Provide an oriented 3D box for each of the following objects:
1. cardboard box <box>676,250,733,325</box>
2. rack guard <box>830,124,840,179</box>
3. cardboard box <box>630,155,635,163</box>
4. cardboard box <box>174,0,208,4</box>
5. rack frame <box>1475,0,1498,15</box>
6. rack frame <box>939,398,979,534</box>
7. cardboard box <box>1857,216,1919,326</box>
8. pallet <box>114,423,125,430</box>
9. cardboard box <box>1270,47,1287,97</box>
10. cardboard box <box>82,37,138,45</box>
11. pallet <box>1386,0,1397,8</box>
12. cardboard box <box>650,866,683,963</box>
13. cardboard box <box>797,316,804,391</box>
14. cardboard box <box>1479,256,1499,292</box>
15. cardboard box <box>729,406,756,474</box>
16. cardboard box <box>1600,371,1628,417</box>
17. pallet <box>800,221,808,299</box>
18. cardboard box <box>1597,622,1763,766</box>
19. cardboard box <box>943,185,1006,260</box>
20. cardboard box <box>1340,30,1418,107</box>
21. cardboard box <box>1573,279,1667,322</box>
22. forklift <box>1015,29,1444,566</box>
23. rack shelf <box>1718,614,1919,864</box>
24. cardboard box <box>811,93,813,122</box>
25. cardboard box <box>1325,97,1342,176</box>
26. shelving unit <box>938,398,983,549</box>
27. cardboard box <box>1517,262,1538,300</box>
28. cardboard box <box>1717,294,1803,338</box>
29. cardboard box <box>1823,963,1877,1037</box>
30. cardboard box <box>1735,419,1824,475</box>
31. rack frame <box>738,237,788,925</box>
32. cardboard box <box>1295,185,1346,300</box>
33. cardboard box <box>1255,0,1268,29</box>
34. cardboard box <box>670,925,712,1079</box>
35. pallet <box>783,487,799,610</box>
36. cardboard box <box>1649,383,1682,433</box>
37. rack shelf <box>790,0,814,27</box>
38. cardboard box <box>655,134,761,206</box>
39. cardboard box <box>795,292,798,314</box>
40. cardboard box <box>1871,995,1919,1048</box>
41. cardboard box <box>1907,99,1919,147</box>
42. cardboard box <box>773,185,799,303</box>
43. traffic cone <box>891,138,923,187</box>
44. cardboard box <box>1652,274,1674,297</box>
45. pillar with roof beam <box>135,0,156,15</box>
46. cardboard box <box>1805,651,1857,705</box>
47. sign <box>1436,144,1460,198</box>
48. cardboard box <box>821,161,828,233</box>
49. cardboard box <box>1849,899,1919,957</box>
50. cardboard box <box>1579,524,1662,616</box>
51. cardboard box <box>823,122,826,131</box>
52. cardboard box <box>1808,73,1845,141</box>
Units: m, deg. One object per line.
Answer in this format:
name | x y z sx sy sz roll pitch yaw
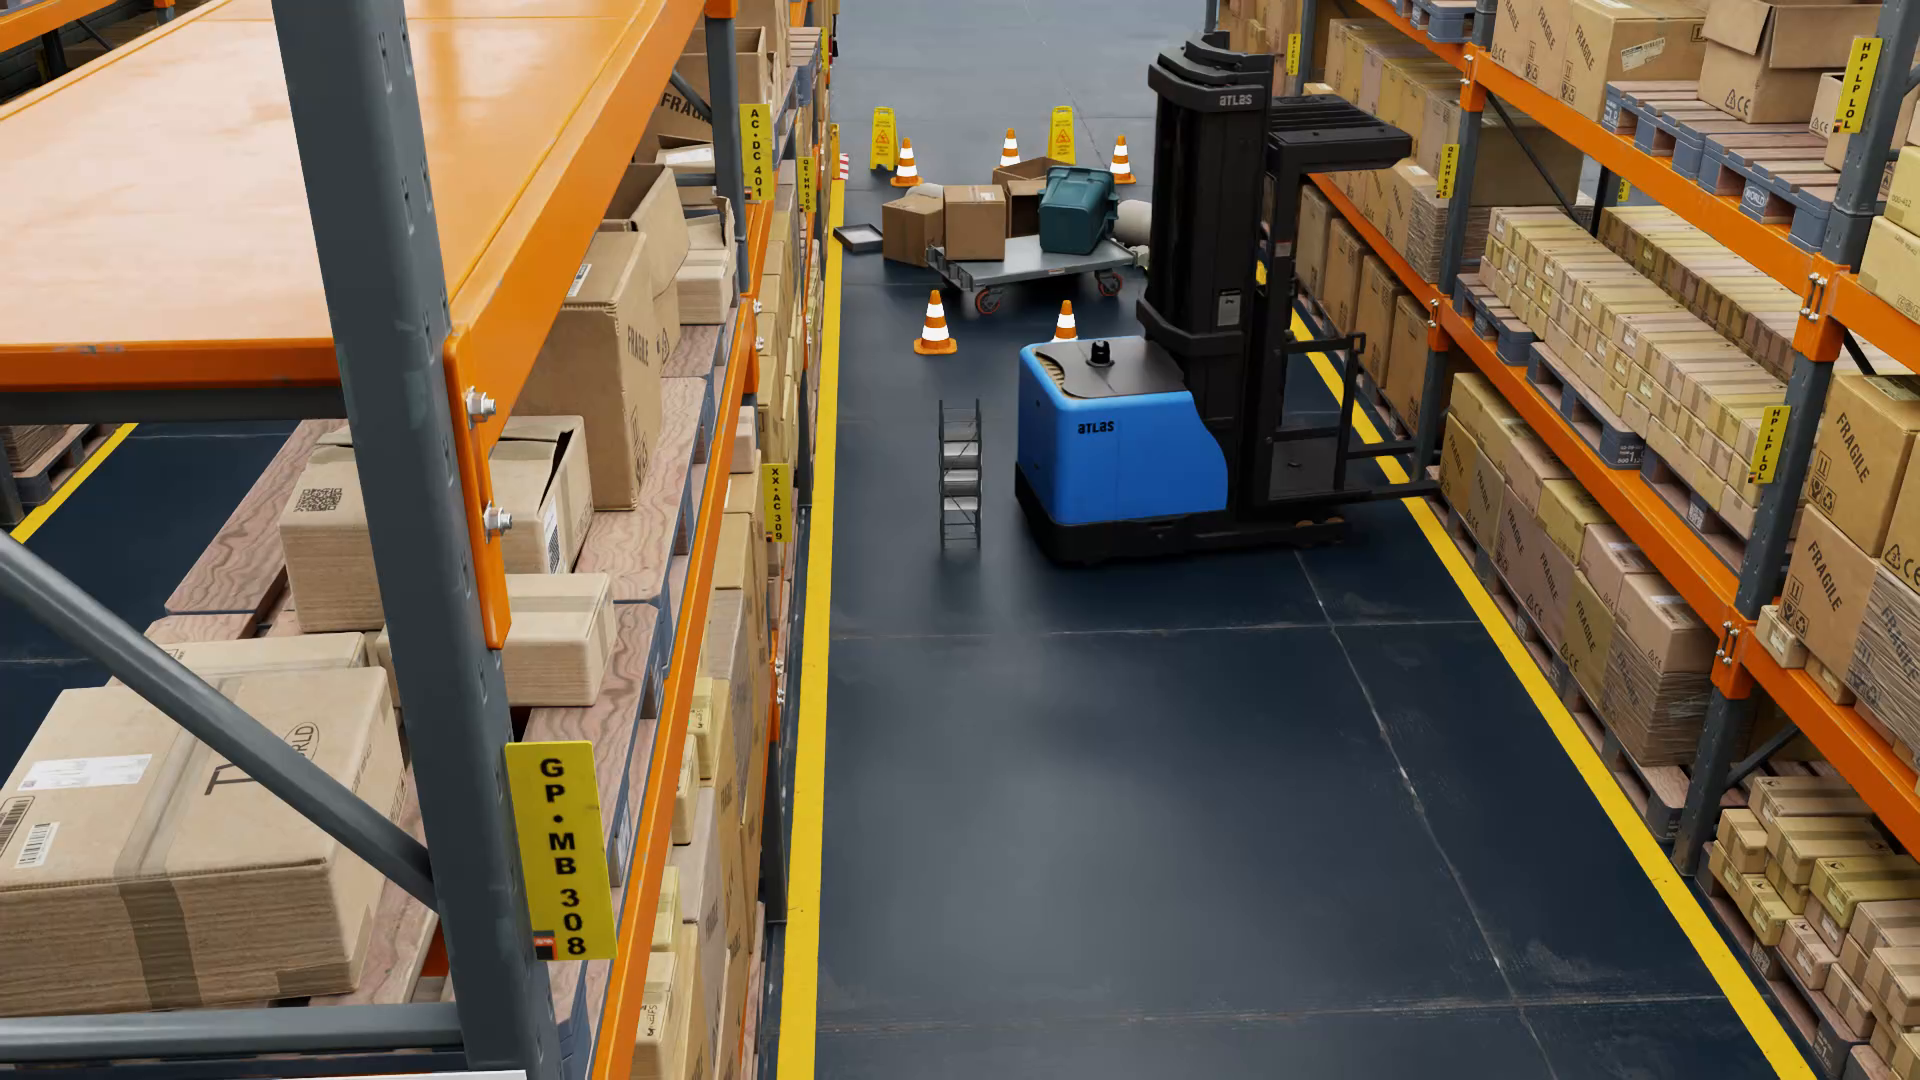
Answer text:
cardboard box | -0.875 -0.744 4.899 0.380 0.149 0.250 -1 28 -1
rack guard | -1.864 -4.103 17.576 1.175 0.500 0.348 -1 28 -3
cardboard box | -1.497 -1.583 6.440 0.500 0.311 0.500 -1 28 -3
cardboard box | -7.061 -4.826 15.127 0.380 0.149 0.250 -2 28 -4
rack frame | 3.488 -4.378 8.913 1.000 3.000 0.127 -1 28 -3
rack frame | -0.005 -0.442 10.125 0.240 0.900 0.006 -1 28 -3
cardboard box | 3.457 -0.914 5.677 0.500 0.250 0.500 0 28 0
pallet | -6.472 -1.137 12.202 1.003 0.211 1.213 -1 28 -3
cardboard box | 3.196 -4.055 14.619 0.875 0.550 0.550 -1 28 -3
cardboard box | -6.906 -3.998 13.541 0.380 0.149 0.250 -2 28 -4
pallet | 3.340 -3.777 11.208 1.003 0.211 1.213 0 28 0
cardboard box | -0.790 0.834 3.517 0.380 0.149 0.250 -2 28 -4
cardboard box | -1.122 -1.022 9.129 0.500 0.250 0.500 -1 28 -2
cardboard box | 3.310 -1.581 9.856 0.380 0.149 0.250 -2 28 -3
cardboard box | -0.907 -0.345 5.778 0.380 0.149 0.250 -2 28 -4
cardboard box | 3.407 -0.726 8.215 0.380 0.149 0.250 0 28 0
pallet | -1.594 -1.793 10.652 1.213 0.211 1.003 -1 28 -3
cardboard box | 3.406 0.716 7.883 0.500 0.500 0.500 -2 28 -4
cardboard box | 0.117 -2.683 14.035 0.500 0.500 0.500 -1 28 -3
cardboard box | 3.340 -3.586 12.693 0.700 0.500 0.500 -2 28 -3
cardboard box | 3.389 -1.231 8.542 0.380 0.149 0.250 -1 28 -1
forklift | 1.922 -1.484 9.925 3.031 2.935 1.130 -6 28 -11
rack shelf | 3.801 1.372 5.154 1.077 0.370 4.000 -1 28 -3
cardboard box | -1.406 -3.554 12.936 0.500 0.500 0.500 -2 28 -4
cardboard box | 3.065 -3.127 12.894 0.500 0.500 0.500 -1 28 -2
shelving unit | 0.000 -0.395 10.035 0.258 0.900 0.210 -1 28 -3
cardboard box | 3.346 -1.448 9.279 0.380 0.149 0.250 -2 28 -4
cardboard box | 4.049 -1.124 8.335 0.380 0.149 0.250 -1 28 -1
cardboard box | 3.537 1.735 6.308 0.380 0.149 0.250 -2 28 -4
cardboard box | 3.481 -0.390 6.928 0.380 0.149 0.250 0 28 0
rack frame | -1.241 0.295 6.440 1.000 3.000 0.127 -1 28 -3
cardboard box | 3.401 -2.469 13.720 1.050 0.750 0.750 -2 28 -3
cardboard box | 3.223 -5.030 15.321 0.875 0.550 0.500 -1 28 -3
cardboard box | -0.807 1.188 3.539 0.500 0.500 0.500 -2 28 -4
pallet | -1.484 0.051 9.925 1.003 0.211 1.213 -1 28 -3
cardboard box | 3.435 -0.619 7.689 0.380 0.149 0.250 -2 28 -4
rack shelf | -1.555 -3.486 11.225 1.077 0.370 4.000 -1 28 -3
cardboard box | -0.918 -1.401 6.139 0.396 0.266 0.258 -2 28 -3
cardboard box | -1.141 -1.253 9.030 0.500 0.250 0.500 -2 28 -4
cardboard box | 3.550 1.729 5.998 0.380 0.149 0.250 0 28 0
cardboard box | 3.470 -1.392 5.623 0.380 0.149 0.250 -2 28 -4
cardboard box | -1.127 -1.570 8.828 0.500 0.500 0.500 -1 28 -2
traffic cone | -0.557 -3.954 17.331 0.336 0.463 0.334 -1 28 -3
cardboard box | 4.013 -1.347 9.085 0.380 0.149 0.250 -1 28 -3
pillar with roof beam | -3.389 -7.545 14.986 9.100 9.000 0.400 -1 28 -3
cardboard box | 3.472 0.497 6.325 0.380 0.149 0.250 -1 28 -1
sign | 2.934 -2.216 10.004 0.100 0.325 0.005 -1 28 -3
cardboard box | -1.420 -2.978 14.424 0.500 0.500 0.500 0 28 0
cardboard box | 3.562 1.472 6.170 0.380 0.149 0.250 -2 28 -4
cardboard box | 3.392 0.143 8.169 0.500 0.250 0.500 0 28 0
cardboard box | -1.413 -3.686 15.080 0.380 0.149 0.250 0 28 0
cardboard box | 3.860 -1.759 6.777 0.500 0.311 0.500 -2 28 -3
